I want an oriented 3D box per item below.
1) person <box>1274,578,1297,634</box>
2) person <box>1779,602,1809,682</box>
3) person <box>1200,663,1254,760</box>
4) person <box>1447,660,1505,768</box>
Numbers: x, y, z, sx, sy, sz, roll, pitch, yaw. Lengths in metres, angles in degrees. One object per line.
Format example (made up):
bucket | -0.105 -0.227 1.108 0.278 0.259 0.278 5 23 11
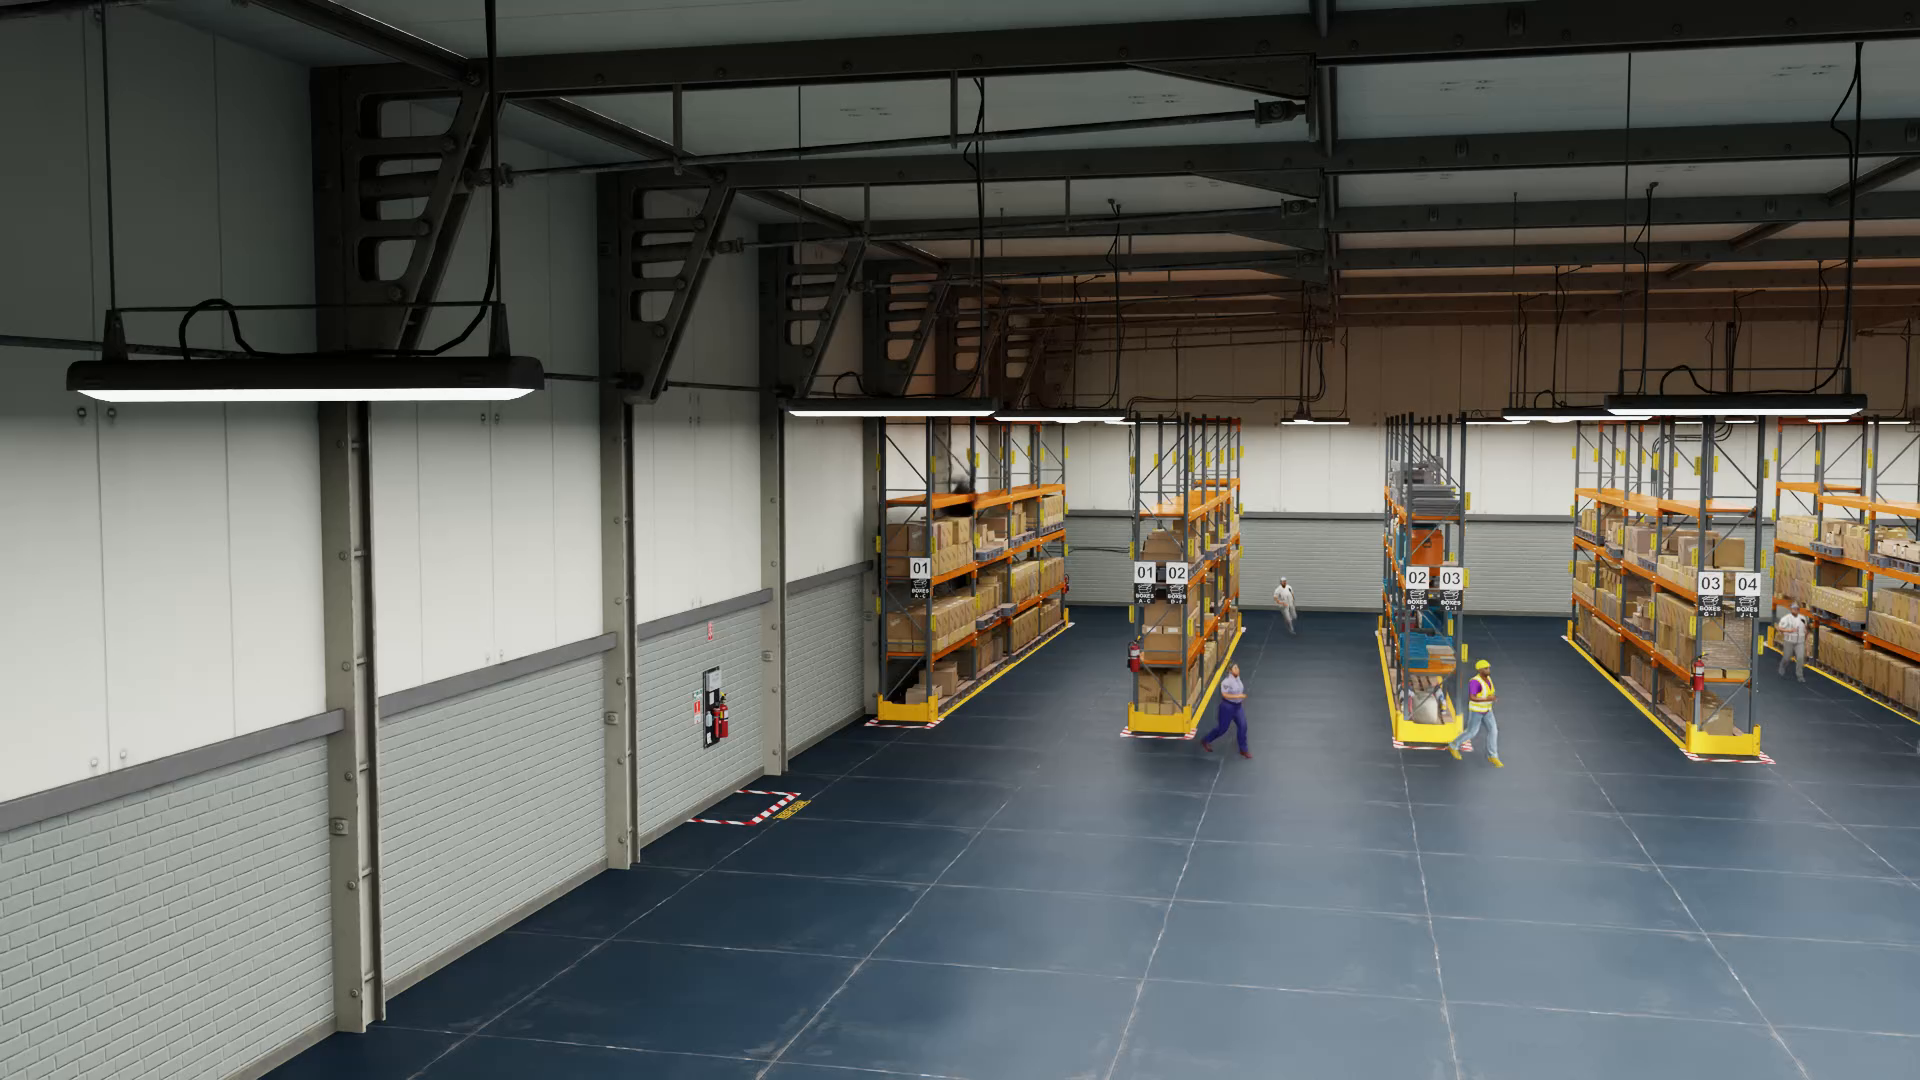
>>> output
person | 9.028 1.821 46.147 0.687 1.585 0.566 -1 4 -13
person | 18.879 2.286 37.634 0.674 1.753 0.947 1 4 8
person | 4.670 2.963 28.891 0.938 1.651 0.613 4 5 44
person | 8.809 2.925 28.264 0.711 1.799 0.957 -3 5 -40
